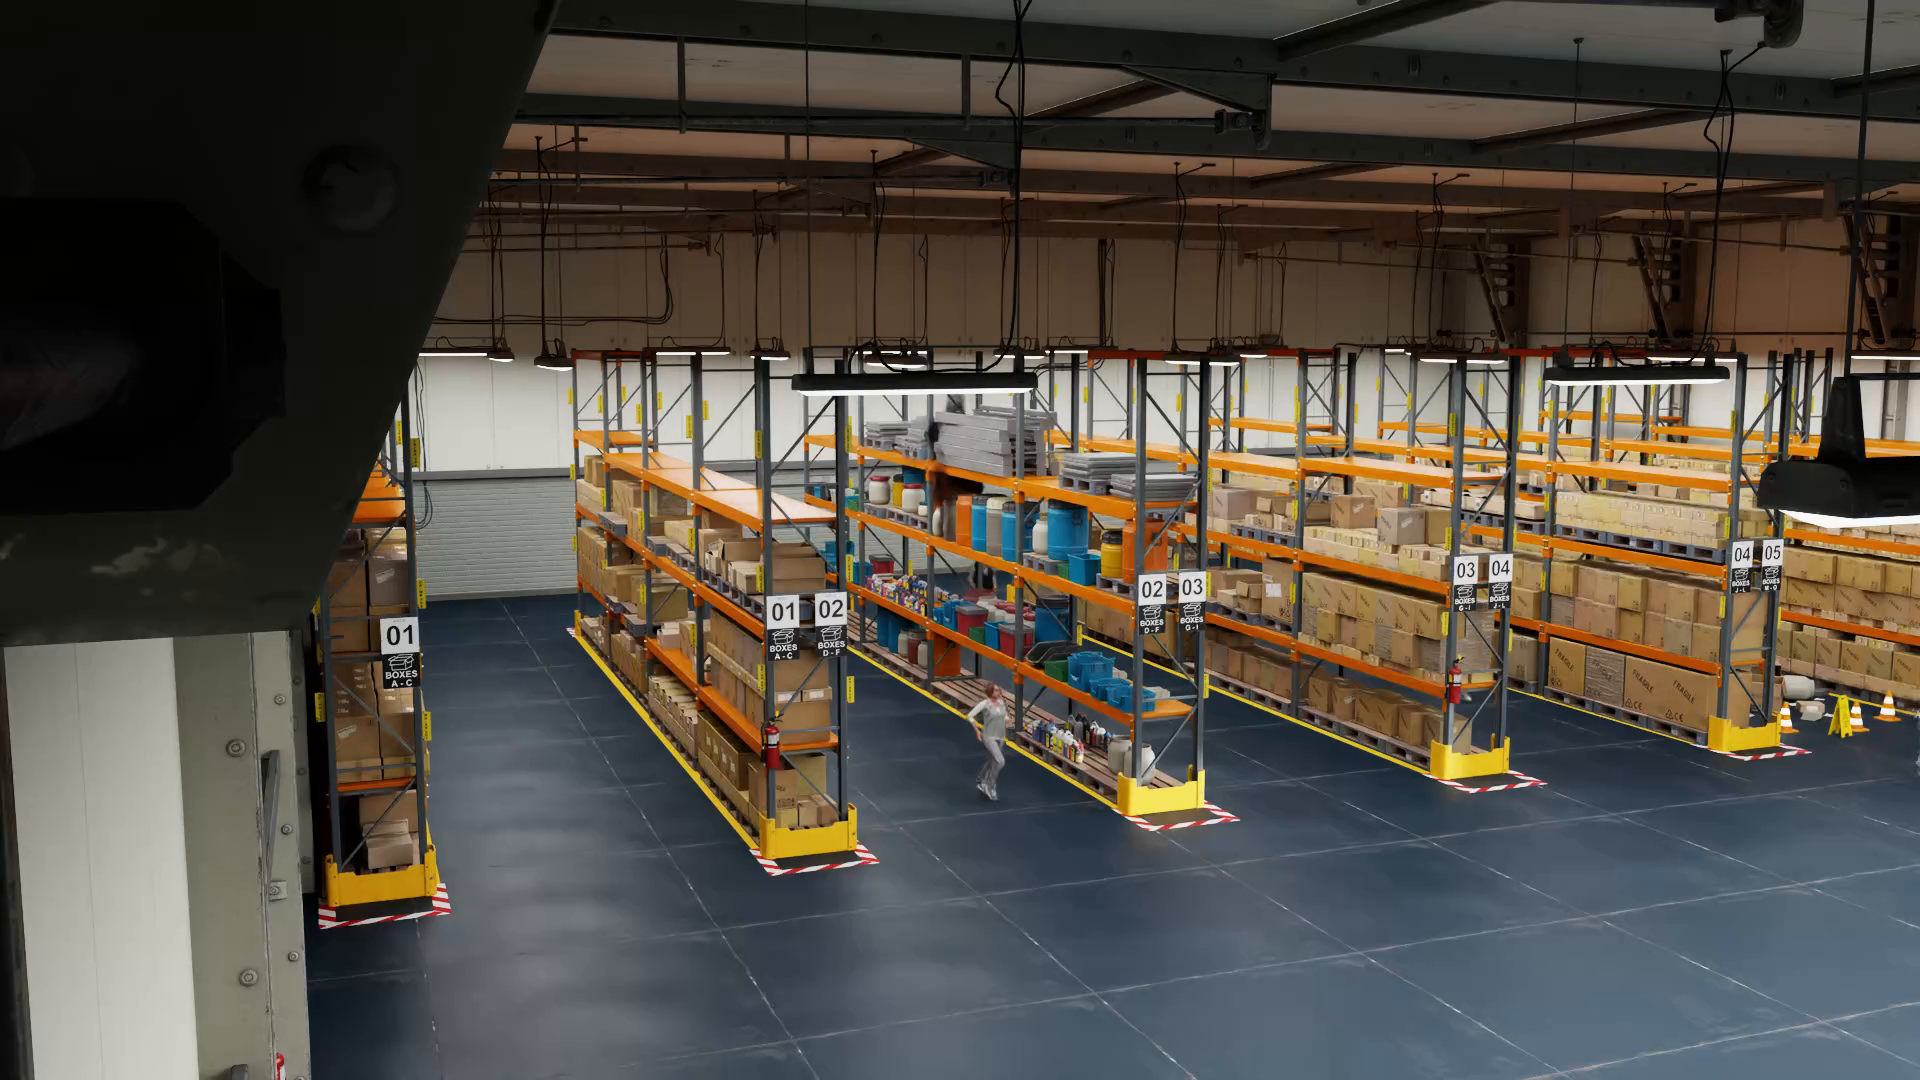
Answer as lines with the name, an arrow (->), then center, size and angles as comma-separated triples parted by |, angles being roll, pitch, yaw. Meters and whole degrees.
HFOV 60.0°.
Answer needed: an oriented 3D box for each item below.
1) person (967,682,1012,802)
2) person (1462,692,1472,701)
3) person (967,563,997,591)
person -> 0.446, 2.736, 22.604 | 0.688, 1.624, 0.507 | 7, 10, 43
person -> 8.803, 1.913, 28.971 | 0.558, 1.715, 0.725 | -3, 8, -22
person -> 0.477, 1.123, 35.243 | 0.682, 1.702, 0.605 | -4, 8, -27
